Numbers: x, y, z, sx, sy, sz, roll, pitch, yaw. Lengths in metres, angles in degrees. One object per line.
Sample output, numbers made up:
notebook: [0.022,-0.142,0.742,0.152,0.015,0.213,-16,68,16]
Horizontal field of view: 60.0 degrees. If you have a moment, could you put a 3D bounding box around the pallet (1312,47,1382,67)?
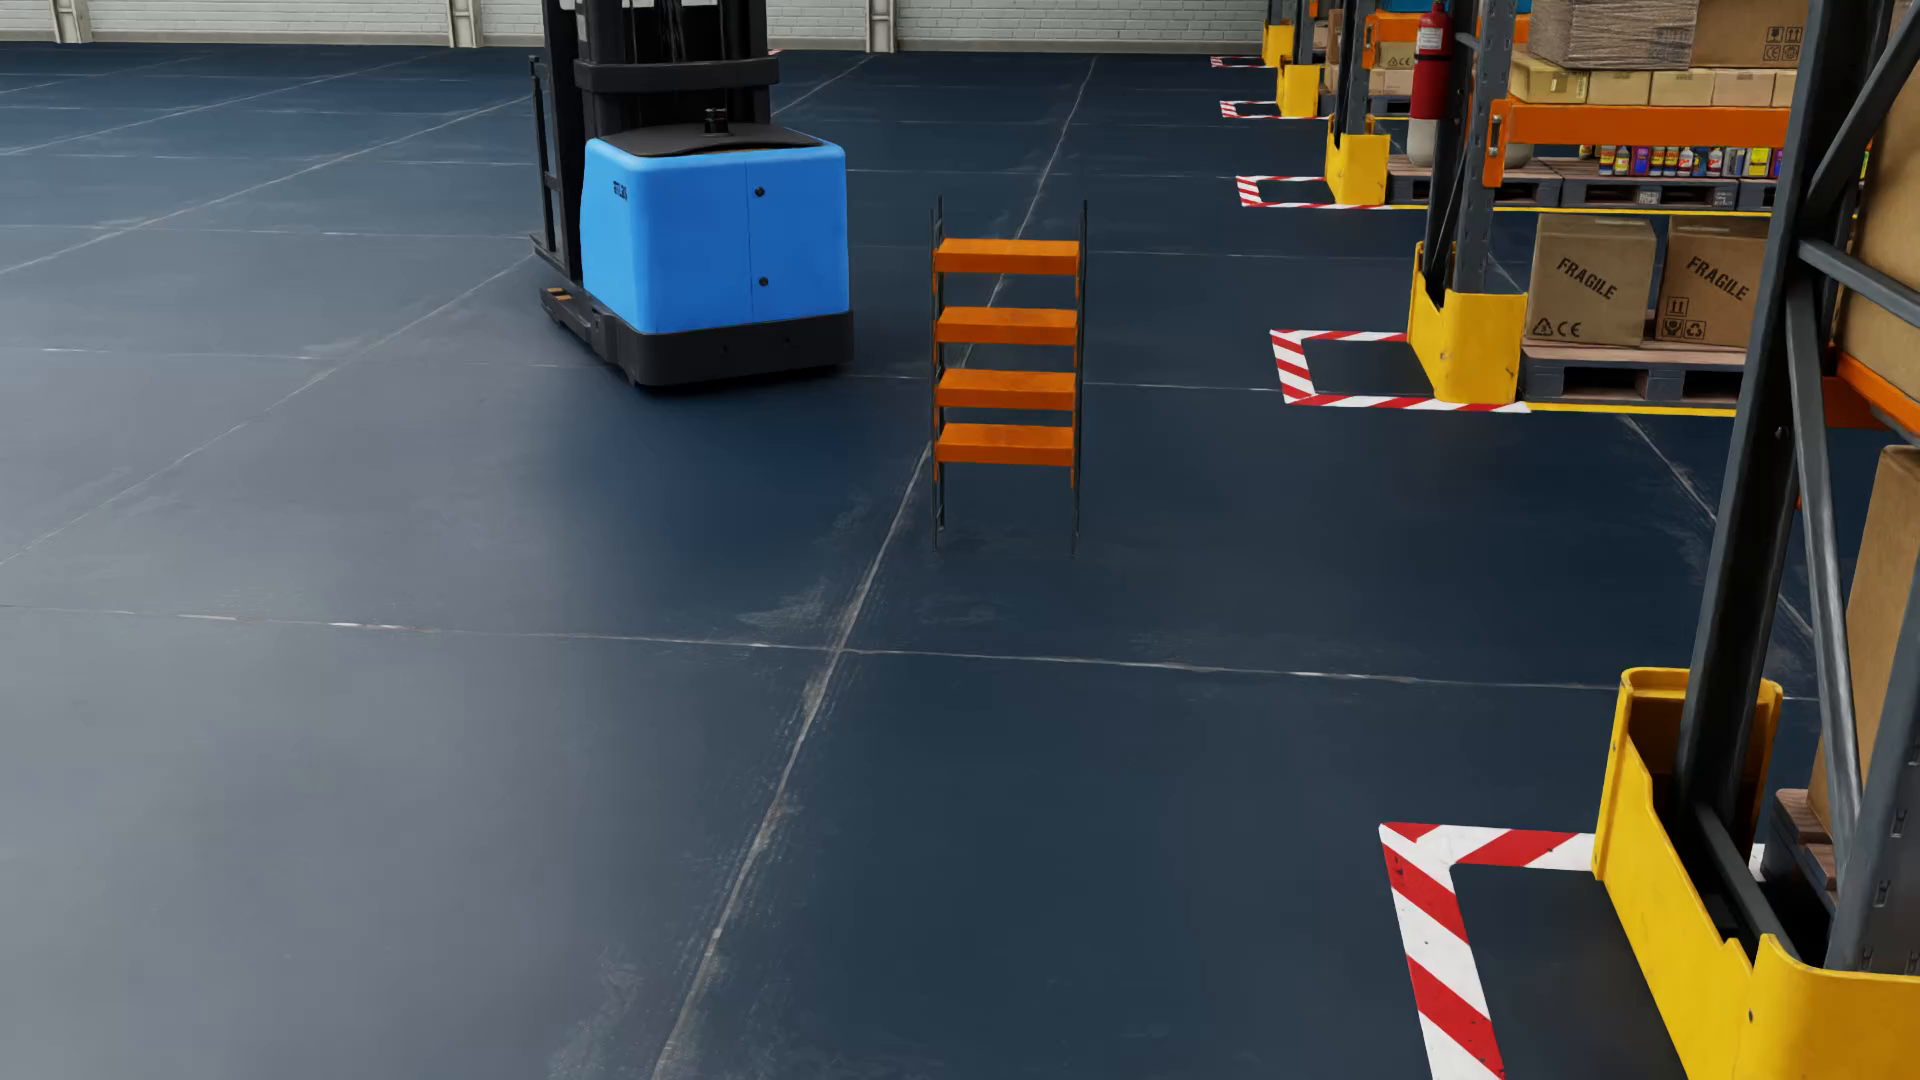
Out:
pallet: [4.951,-6.301,21.590,1.213,0.211,1.003,2,22,6]

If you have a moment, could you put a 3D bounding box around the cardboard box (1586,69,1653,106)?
cardboard box: [2.825,-1.990,7.234,0.250,0.149,0.380,2,22,6]

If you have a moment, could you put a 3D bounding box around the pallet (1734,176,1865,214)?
pallet: [6.217,-2.606,12.245,1.213,0.211,1.003,2,22,6]

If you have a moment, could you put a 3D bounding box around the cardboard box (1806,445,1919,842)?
cardboard box: [2.321,0.381,3.215,0.875,0.875,0.875,3,22,7]

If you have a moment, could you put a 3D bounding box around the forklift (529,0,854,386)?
forklift: [-1.612,-2.559,8.426,1.130,2.935,3.031,-10,24,-24]

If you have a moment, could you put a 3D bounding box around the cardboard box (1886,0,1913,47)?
cardboard box: [3.869,-2.359,7.287,0.500,0.500,0.875,2,22,6]

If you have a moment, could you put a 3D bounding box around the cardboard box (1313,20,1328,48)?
cardboard box: [4.749,-6.540,21.462,0.500,0.311,0.500,0,22,0]

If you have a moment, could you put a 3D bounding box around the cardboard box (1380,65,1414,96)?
cardboard box: [4.497,-4.632,16.745,0.500,0.250,0.500,2,22,6]

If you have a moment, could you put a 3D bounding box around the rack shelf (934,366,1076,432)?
rack shelf: [0.164,-0.488,5.726,0.480,0.148,0.258,2,22,6]

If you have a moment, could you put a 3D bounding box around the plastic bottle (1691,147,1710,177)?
plastic bottle: [5.312,-2.748,11.922,0.097,0.271,0.097,0,22,0]

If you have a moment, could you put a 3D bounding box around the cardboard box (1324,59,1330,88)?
cardboard box: [4.061,-4.842,17.275,0.500,0.250,0.500,2,22,6]

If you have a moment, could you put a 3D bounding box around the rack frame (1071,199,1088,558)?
rack frame: [0.407,-0.540,5.674,0.015,1.200,0.240,2,22,6]

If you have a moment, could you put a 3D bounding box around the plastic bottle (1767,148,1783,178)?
plastic bottle: [5.848,-2.723,11.844,0.133,0.283,0.061,4,22,10]

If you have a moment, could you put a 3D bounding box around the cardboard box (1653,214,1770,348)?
cardboard box: [3.540,-1.210,7.749,0.500,0.500,0.500,8,23,20]

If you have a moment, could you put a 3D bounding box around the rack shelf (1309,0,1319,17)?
rack shelf: [5.480,-5.419,16.546,4.000,0.370,1.077,2,22,6]

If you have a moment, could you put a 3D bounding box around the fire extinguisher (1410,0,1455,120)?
fire extinguisher: [2.265,-2.361,7.937,0.183,0.674,0.296,2,22,6]

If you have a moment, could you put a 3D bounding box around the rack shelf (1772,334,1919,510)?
rack shelf: [3.626,0.004,2.828,4.000,0.370,1.077,2,22,6]

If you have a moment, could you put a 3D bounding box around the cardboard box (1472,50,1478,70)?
cardboard box: [4.995,-4.963,16.563,0.500,0.500,0.500,2,22,6]

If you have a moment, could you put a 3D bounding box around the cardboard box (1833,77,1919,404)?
cardboard box: [2.014,-0.487,2.889,0.550,0.550,0.875,2,22,6]

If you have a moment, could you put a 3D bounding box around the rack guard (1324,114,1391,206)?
rack guard: [2.988,-2.883,12.553,0.348,0.500,1.175,2,22,6]

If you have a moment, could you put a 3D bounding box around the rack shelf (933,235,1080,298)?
rack shelf: [0.164,-0.916,5.557,0.480,0.148,0.258,2,22,6]

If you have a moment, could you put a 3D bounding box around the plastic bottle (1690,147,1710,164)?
plastic bottle: [5.524,-2.955,12.440,0.135,0.276,0.152,2,22,6]

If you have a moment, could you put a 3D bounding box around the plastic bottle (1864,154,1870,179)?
plastic bottle: [6.482,-2.664,11.806,0.097,0.201,0.097,0,22,0]

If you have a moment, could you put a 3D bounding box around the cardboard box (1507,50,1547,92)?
cardboard box: [2.631,-2.170,7.690,0.250,0.149,0.380,2,22,6]

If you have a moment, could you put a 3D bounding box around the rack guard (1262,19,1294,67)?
rack guard: [4.148,-6.483,21.659,0.348,0.500,1.175,2,22,6]

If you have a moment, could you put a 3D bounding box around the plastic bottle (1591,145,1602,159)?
plastic bottle: [4.901,-3.056,12.685,0.133,0.283,0.061,3,22,8]

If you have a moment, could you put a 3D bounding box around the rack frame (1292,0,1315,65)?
rack frame: [3.494,-5.840,16.632,0.127,3.000,1.000,2,22,6]

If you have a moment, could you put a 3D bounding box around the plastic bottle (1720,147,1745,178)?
plastic bottle: [5.534,-2.750,11.923,0.135,0.276,0.152,3,22,7]

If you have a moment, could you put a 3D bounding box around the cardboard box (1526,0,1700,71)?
cardboard box: [2.867,-2.375,7.326,0.500,0.500,0.875,2,22,6]

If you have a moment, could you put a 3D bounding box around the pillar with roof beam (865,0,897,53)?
pillar with roof beam: [-1.595,-9.412,17.508,0.400,9.000,9.100,2,22,6]

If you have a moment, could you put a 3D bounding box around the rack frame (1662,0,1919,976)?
rack frame: [1.640,-0.417,2.915,0.127,3.000,1.000,2,22,6]

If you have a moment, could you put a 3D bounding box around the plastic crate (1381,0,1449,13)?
plastic crate: [3.439,-4.050,12.307,0.616,0.251,0.499,2,22,6]

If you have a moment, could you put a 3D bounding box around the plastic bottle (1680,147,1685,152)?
plastic bottle: [5.517,-3.045,12.566,0.185,0.351,0.144,2,22,6]

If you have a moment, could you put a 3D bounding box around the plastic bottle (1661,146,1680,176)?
plastic bottle: [5.110,-2.756,11.945,0.097,0.271,0.097,0,22,0]

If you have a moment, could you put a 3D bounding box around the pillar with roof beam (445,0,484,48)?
pillar with roof beam: [-7.553,-9.672,18.165,0.400,9.000,9.100,2,22,6]

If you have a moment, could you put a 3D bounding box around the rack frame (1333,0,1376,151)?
rack frame: [2.907,-4.032,12.058,0.127,3.000,1.000,2,22,6]

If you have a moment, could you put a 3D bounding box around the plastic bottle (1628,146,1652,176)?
plastic bottle: [4.893,-2.765,11.949,0.133,0.283,0.061,3,22,7]

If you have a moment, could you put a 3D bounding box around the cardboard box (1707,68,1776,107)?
cardboard box: [3.322,-1.970,7.185,0.250,0.149,0.380,2,22,6]

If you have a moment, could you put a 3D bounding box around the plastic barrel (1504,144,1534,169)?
plastic barrel: [4.067,-3.048,12.382,0.421,0.512,0.421,0,22,0]

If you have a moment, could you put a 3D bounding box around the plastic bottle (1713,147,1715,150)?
plastic bottle: [5.780,-3.017,12.588,0.133,0.283,0.061,3,22,9]

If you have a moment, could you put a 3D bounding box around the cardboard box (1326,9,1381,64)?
cardboard box: [4.061,-5.191,17.139,0.500,0.500,0.500,2,22,6]

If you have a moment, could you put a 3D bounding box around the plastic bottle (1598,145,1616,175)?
plastic bottle: [4.671,-2.776,11.993,0.097,0.271,0.097,0,22,0]

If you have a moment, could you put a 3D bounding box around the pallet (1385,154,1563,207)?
pallet: [3.794,-2.712,12.512,1.213,0.211,1.003,2,22,6]

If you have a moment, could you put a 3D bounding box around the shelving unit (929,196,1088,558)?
shelving unit: [0.164,-0.551,5.701,0.503,1.200,0.258,2,22,6]

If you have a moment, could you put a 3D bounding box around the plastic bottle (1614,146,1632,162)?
plastic bottle: [5.017,-2.994,12.530,0.133,0.283,0.061,2,22,6]
